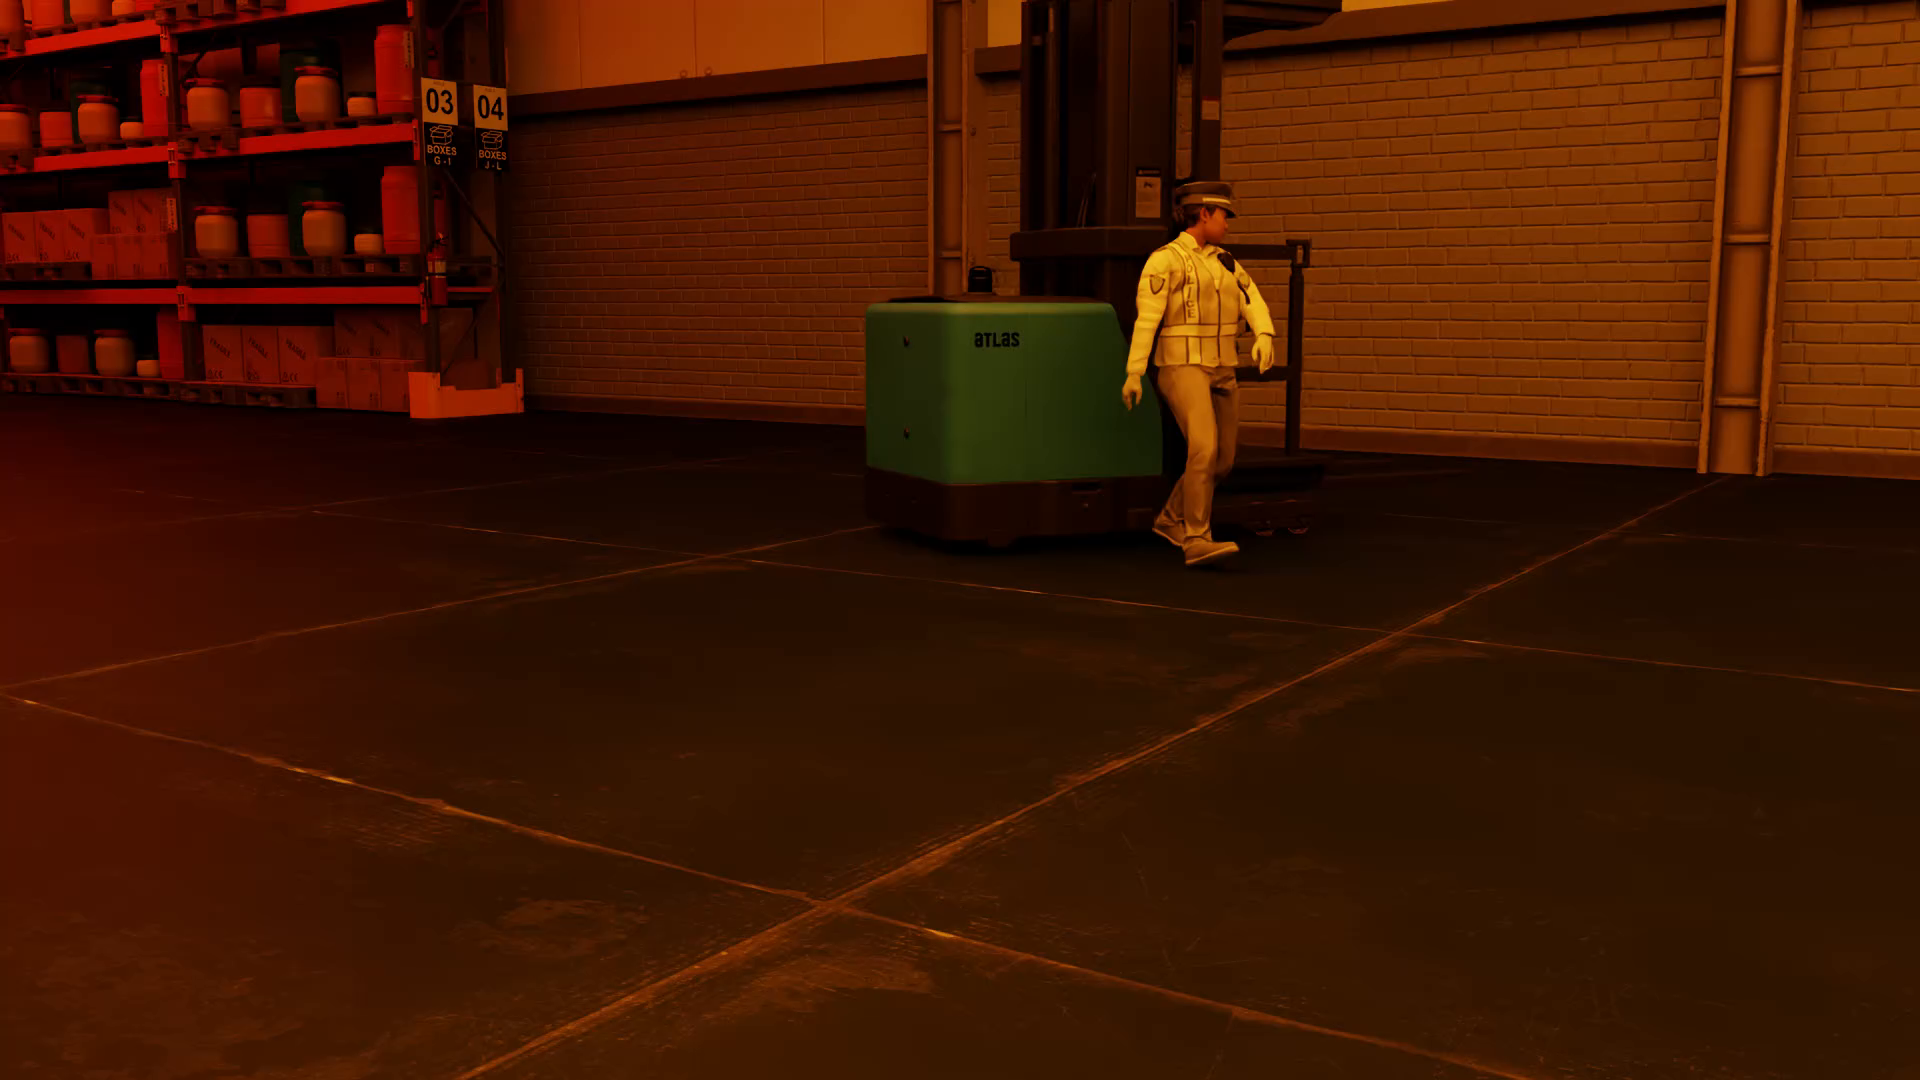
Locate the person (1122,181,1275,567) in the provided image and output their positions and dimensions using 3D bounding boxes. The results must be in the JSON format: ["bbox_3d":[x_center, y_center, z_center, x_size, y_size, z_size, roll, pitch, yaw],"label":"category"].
[{"bbox_3d":[0.960,-0.696,6.929,0.614,1.582,0.802,-7,10,-39],"label":"person"}]

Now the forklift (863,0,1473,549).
[{"bbox_3d":[1.101,-1.529,7.946,3.031,2.935,1.130,-4,9,-25],"label":"forklift"}]
